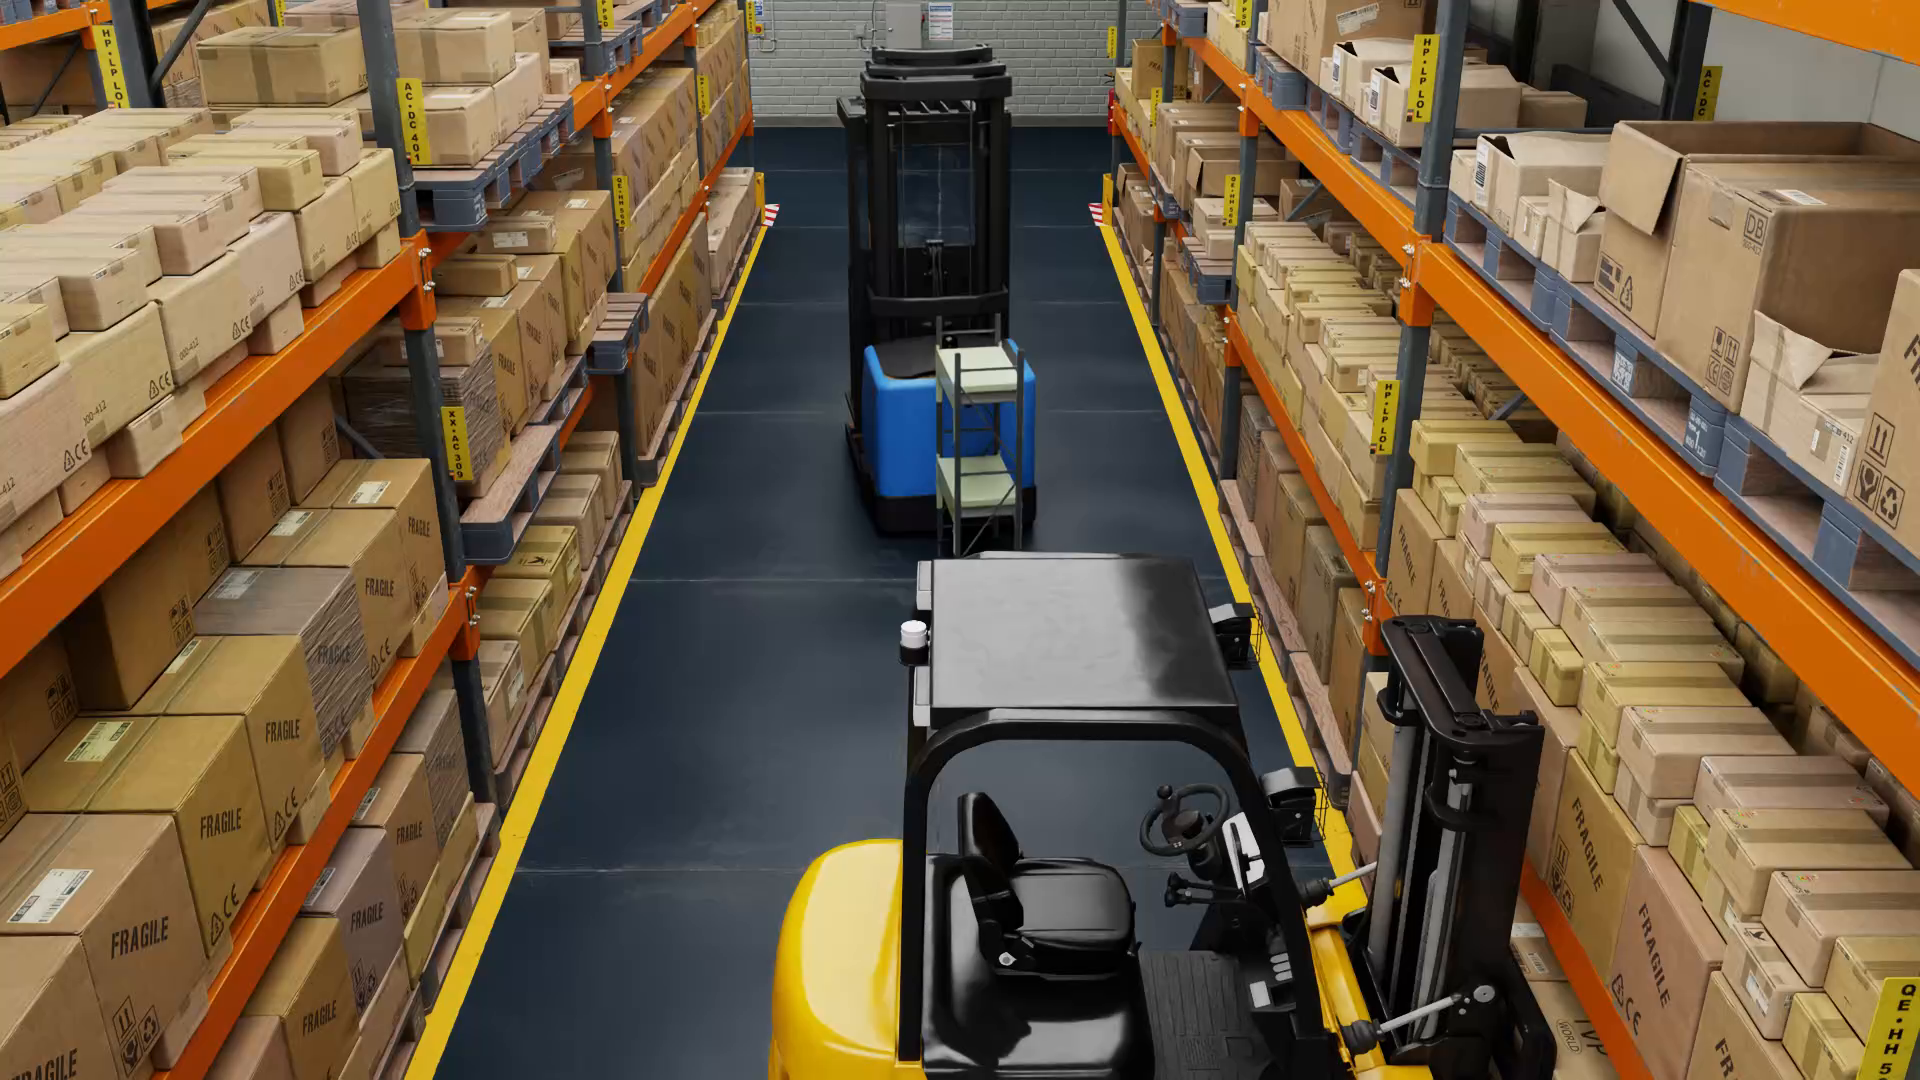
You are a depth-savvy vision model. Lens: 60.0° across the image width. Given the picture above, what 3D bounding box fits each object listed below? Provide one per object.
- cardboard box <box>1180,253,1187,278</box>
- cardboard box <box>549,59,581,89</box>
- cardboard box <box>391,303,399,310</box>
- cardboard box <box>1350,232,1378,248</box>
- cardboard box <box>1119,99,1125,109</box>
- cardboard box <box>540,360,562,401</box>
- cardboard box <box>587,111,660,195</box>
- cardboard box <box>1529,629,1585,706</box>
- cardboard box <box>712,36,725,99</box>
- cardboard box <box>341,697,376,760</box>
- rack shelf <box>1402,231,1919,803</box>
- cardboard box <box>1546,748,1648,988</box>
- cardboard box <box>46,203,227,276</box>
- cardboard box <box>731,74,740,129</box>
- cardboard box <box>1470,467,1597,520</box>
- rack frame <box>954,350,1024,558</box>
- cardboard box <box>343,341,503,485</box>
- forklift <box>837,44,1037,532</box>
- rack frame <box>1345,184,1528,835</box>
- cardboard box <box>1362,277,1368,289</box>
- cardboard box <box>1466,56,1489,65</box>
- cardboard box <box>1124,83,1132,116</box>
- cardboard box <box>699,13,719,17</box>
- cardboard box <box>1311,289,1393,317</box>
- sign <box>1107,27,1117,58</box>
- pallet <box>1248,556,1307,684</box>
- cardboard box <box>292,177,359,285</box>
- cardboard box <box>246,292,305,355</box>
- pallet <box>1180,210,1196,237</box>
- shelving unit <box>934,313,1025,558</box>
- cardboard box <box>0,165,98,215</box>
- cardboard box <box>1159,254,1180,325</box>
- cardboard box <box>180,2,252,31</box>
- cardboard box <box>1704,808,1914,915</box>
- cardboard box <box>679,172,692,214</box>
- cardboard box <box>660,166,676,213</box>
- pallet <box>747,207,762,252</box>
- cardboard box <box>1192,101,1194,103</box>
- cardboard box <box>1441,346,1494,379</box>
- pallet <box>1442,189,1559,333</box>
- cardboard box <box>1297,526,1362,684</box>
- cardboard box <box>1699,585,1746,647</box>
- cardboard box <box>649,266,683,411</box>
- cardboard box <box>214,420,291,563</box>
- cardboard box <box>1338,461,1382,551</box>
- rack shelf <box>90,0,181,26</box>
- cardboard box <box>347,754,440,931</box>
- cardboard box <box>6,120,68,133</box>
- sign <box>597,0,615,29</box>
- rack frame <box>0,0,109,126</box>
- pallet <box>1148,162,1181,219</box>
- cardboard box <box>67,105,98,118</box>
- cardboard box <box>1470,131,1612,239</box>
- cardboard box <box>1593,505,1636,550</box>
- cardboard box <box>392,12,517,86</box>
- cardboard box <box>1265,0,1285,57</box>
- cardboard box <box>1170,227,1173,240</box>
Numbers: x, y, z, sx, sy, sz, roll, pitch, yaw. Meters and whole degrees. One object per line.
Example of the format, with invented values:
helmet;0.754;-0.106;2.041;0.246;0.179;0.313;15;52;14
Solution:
cardboard box;2.061;-2.301;13.934;0.380;0.149;0.250;-1;24;-3
cardboard box;-2.478;-2.773;9.906;0.380;0.149;0.250;0;24;-1
cardboard box;-2.888;-0.980;8.285;0.500;0.500;0.500;1;24;1
cardboard box;2.592;-1.774;10.124;0.380;0.149;0.250;0;24;1
cardboard box;1.914;-4.719;17.848;0.380;0.149;0.250;0;24;-1
cardboard box;-2.324;-0.844;8.772;0.380;0.149;0.250;1;24;1
cardboard box;-2.457;-2.773;11.906;0.500;0.500;0.500;0;24;1
cardboard box;2.053;0.404;5.309;0.380;0.149;0.250;-1;24;-2
cardboard box;-2.492;-4.416;15.538;0.500;0.500;0.500;0;24;0
cardboard box;-2.325;0.663;5.949;0.380;0.149;0.250;-1;24;-1
rack shelf;2.337;-0.240;4.873;1.077;0.370;4.000;0;24;-1
cardboard box;2.089;0.951;4.886;0.500;0.500;0.500;-1;24;-2
cardboard box;-2.314;-0.849;4.684;0.380;0.149;0.250;0;24;0
cardboard box;-2.503;-4.375;16.662;0.500;0.500;0.500;0;24;1
cardboard box;2.127;-0.157;6.187;0.380;0.149;0.250;-1;24;-2
rack frame;0.168;-0.390;9.792;0.400;1.500;0.023;-4;25;-8
cardboard box;-2.366;-0.568;7.374;0.500;0.500;0.500;0;24;1
forklift;-0.243;-1.965;11.539;1.130;2.935;3.031;-4;25;-8
rack frame;2.316;-0.025;7.165;1.000;3.000;0.127;0;24;-1
cardboard box;2.562;-1.438;9.865;0.500;0.250;0.500;0;24;0
cardboard box;2.372;-2.294;8.194;0.380;0.166;0.250;0;24;-1
cardboard box;1.935;-4.432;16.731;0.500;0.250;0.500;-1;24;-2
cardboard box;-2.522;-4.962;15.959;0.380;0.149;0.250;1;24;1
cardboard box;2.105;-1.243;8.950;0.380;0.149;0.250;0;24;-1
sign;1.642;-5.362;17.915;0.100;0.325;0.005;0;24;-1
pallet;2.252;0.438;9.525;1.003;0.211;1.213;0;24;-1
cardboard box;-2.367;-1.046;5.604;0.500;0.250;0.500;-1;24;-1
cardboard box;-2.342;-0.701;5.324;0.380;0.149;0.250;0;24;1
pallet;2.246;-2.387;12.621;1.003;0.211;1.213;0;24;-1
shelving unit;0.110;-0.539;10.121;0.431;1.500;0.755;-4;25;-8
cardboard box;-2.915;-1.059;5.149;0.380;0.149;0.250;-1;24;-2
cardboard box;2.009;-2.174;14.440;0.500;0.500;0.500;1;24;2
cardboard box;-7.468;-5.123;16.741;0.500;0.500;0.500;-1;24;-2
cardboard box;2.081;0.791;4.092;0.380;0.149;0.250;0;24;1
cardboard box;-2.474;-2.836;13.562;0.500;0.250;0.500;-1;24;-1
cardboard box;-2.440;-2.646;12.536;0.500;0.250;0.500;0;24;0
pallet;-2.692;-3.346;17.893;1.003;0.211;1.213;0;24;-1
cardboard box;2.477;-4.013;15.805;0.500;0.250;0.500;0;24;1
cardboard box;2.550;-0.831;8.039;0.380;0.149;0.250;0;24;-1
pallet;2.351;-1.000;5.789;1.003;0.211;1.213;0;24;-1
cardboard box;2.298;0.331;8.751;0.875;0.625;0.625;0;24;-1
cardboard box;2.575;0.261;5.264;0.380;0.149;0.250;0;24;1
cardboard box;-2.621;-1.525;12.551;0.875;0.875;0.875;0;24;0
cardboard box;-2.876;-0.245;5.956;0.700;0.500;0.500;0;24;0
cardboard box;2.049;-0.163;7.653;0.500;0.250;0.500;0;24;1
rack shelf;-7.705;-5.097;15.613;1.077;0.370;4.000;0;24;-1
cardboard box;-2.366;1.171;6.439;0.500;0.500;0.500;0;24;0
cardboard box;-7.480;-3.307;13.494;0.380;0.149;0.250;-1;24;-2
sign;-2.149;-3.253;10.036;0.100;0.325;0.005;0;24;-1
rack frame;-7.684;-3.234;14.260;1.000;3.000;0.127;0;24;-1
pallet;2.128;-2.904;13.765;1.003;0.211;1.213;0;24;-1
cardboard box;-7.437;-3.620;14.632;0.500;0.500;0.500;-1;24;-2
cardboard box;2.081;-1.244;5.698;0.500;0.311;0.500;0;24;1
cardboard box;2.608;-0.023;6.252;0.380;0.149;0.250;0;24;1
cardboard box;-2.269;-2.167;7.326;0.500;0.250;0.500;-1;24;-2
cardboard box;2.036;-3.023;9.402;0.500;0.500;0.500;0;24;0
cardboard box;2.027;-2.656;14.359;0.380;0.149;0.250;-1;24;-1
